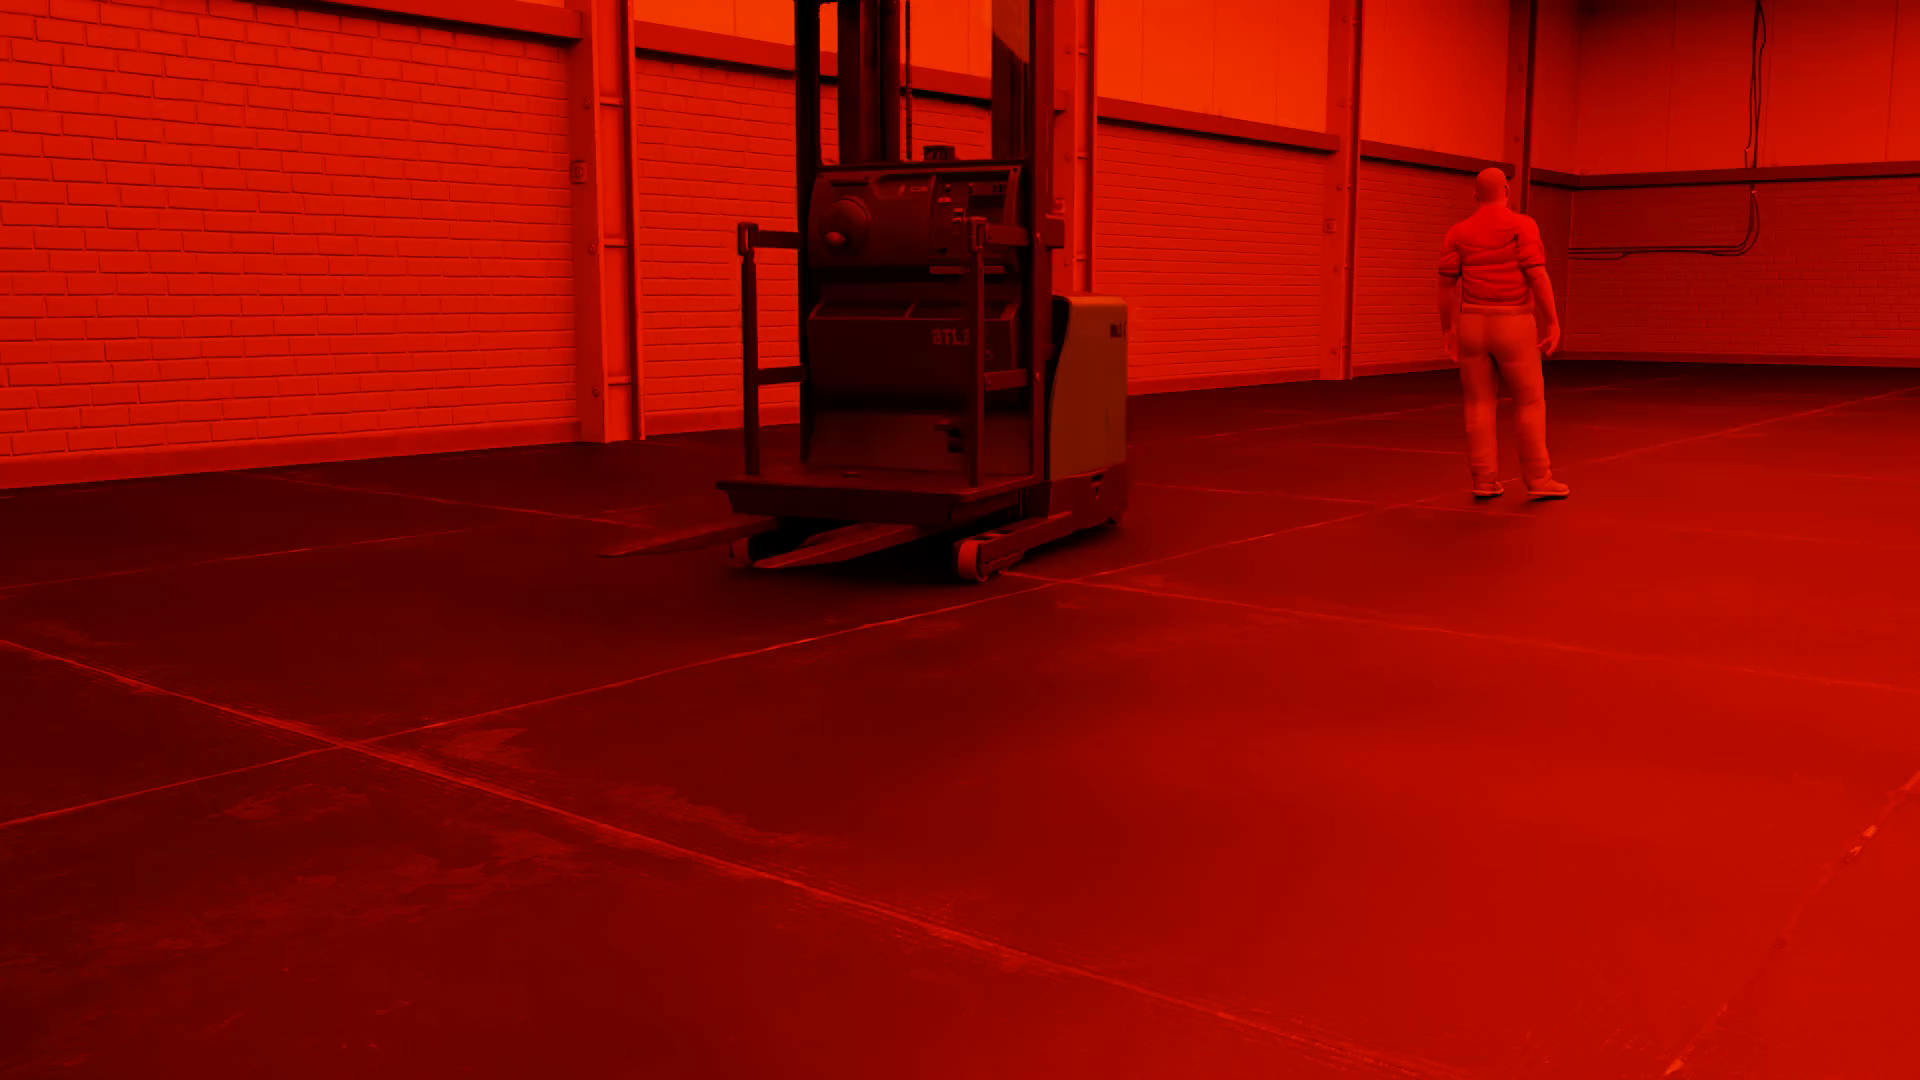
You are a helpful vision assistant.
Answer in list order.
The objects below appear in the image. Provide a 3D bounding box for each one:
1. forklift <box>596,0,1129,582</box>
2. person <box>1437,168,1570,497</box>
[{"bbox_3d":[-0.278,-1.360,6.575,1.130,2.935,3.031,4,9,24],"label":"forklift"},{"bbox_3d":[2.901,-1.095,8.864,0.641,1.728,0.550,7,11,39],"label":"person"}]
